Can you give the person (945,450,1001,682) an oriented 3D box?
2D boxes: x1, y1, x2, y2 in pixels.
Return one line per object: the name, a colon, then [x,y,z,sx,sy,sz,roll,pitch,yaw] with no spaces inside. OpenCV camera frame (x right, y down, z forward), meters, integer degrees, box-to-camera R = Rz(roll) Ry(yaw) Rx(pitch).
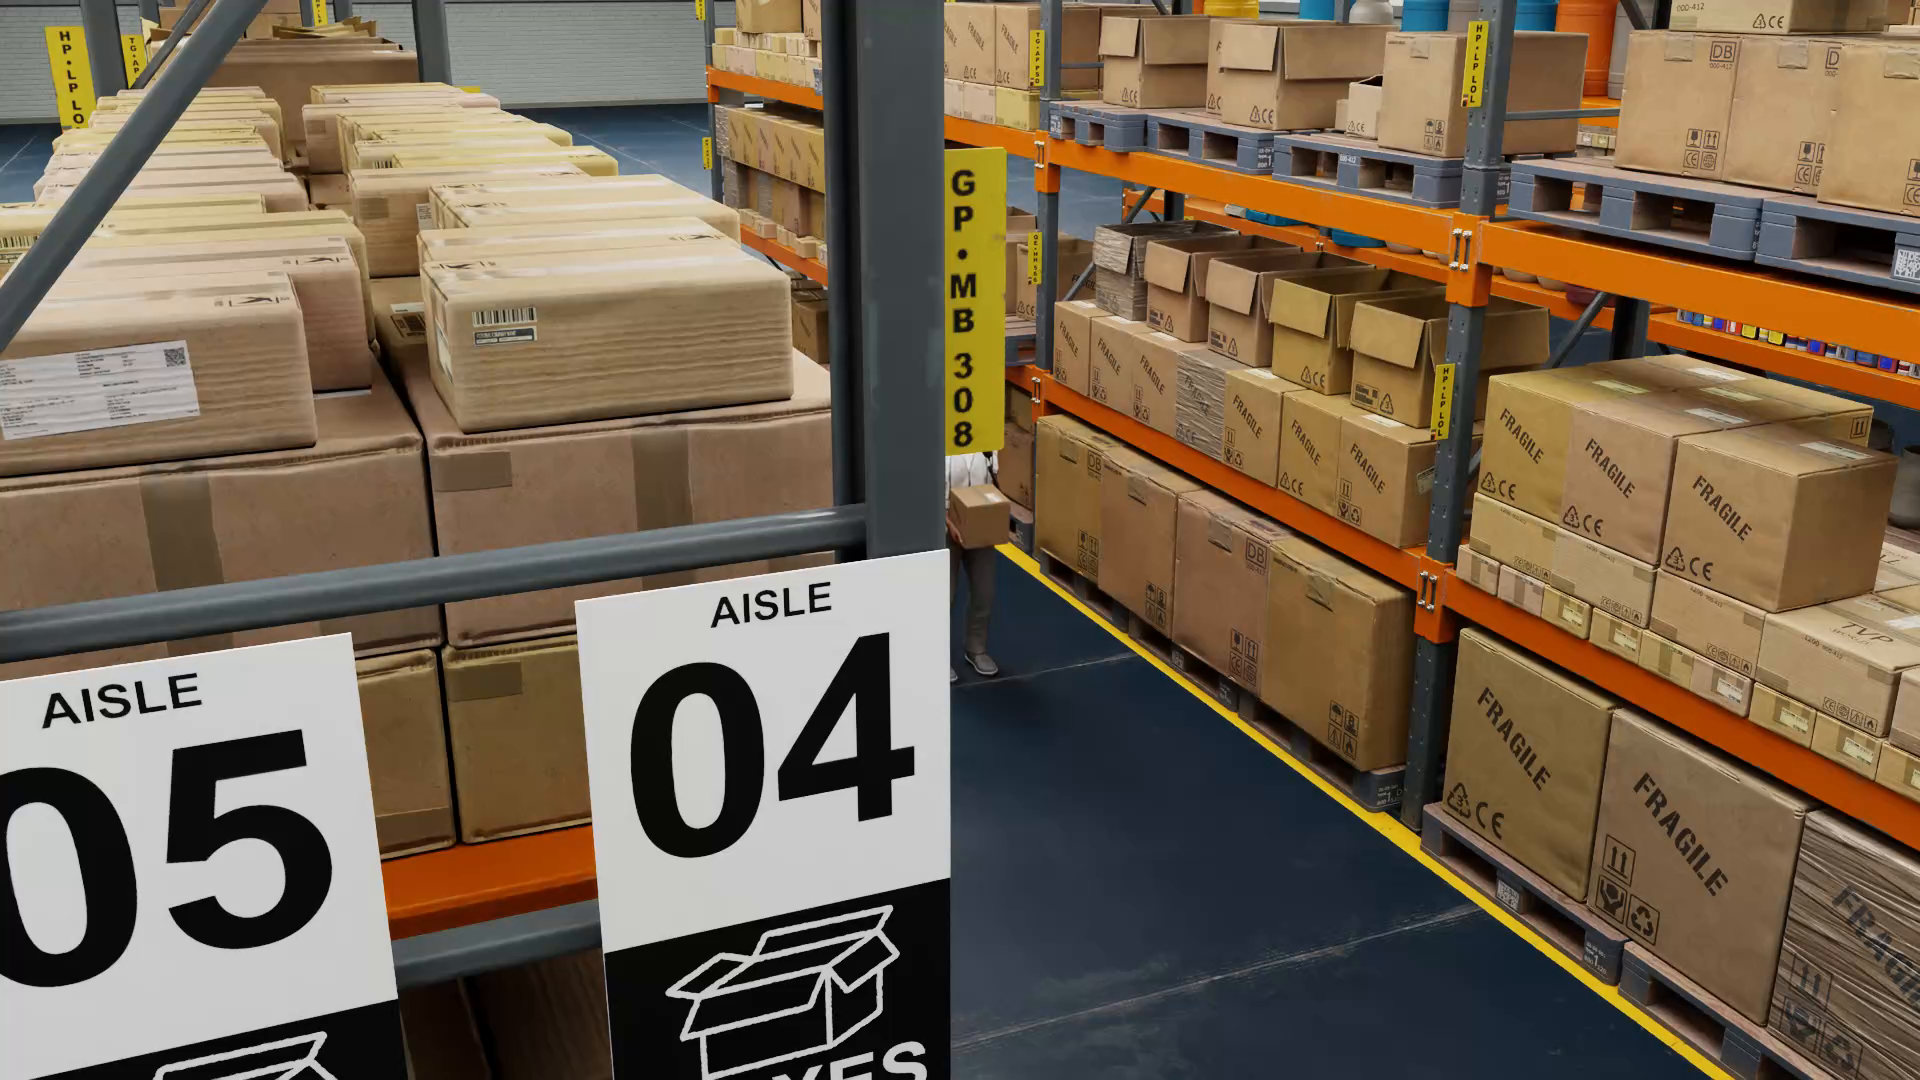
person: [0.031,-0.038,9.140,0.451,1.688,0.525,-8,20,-21]
